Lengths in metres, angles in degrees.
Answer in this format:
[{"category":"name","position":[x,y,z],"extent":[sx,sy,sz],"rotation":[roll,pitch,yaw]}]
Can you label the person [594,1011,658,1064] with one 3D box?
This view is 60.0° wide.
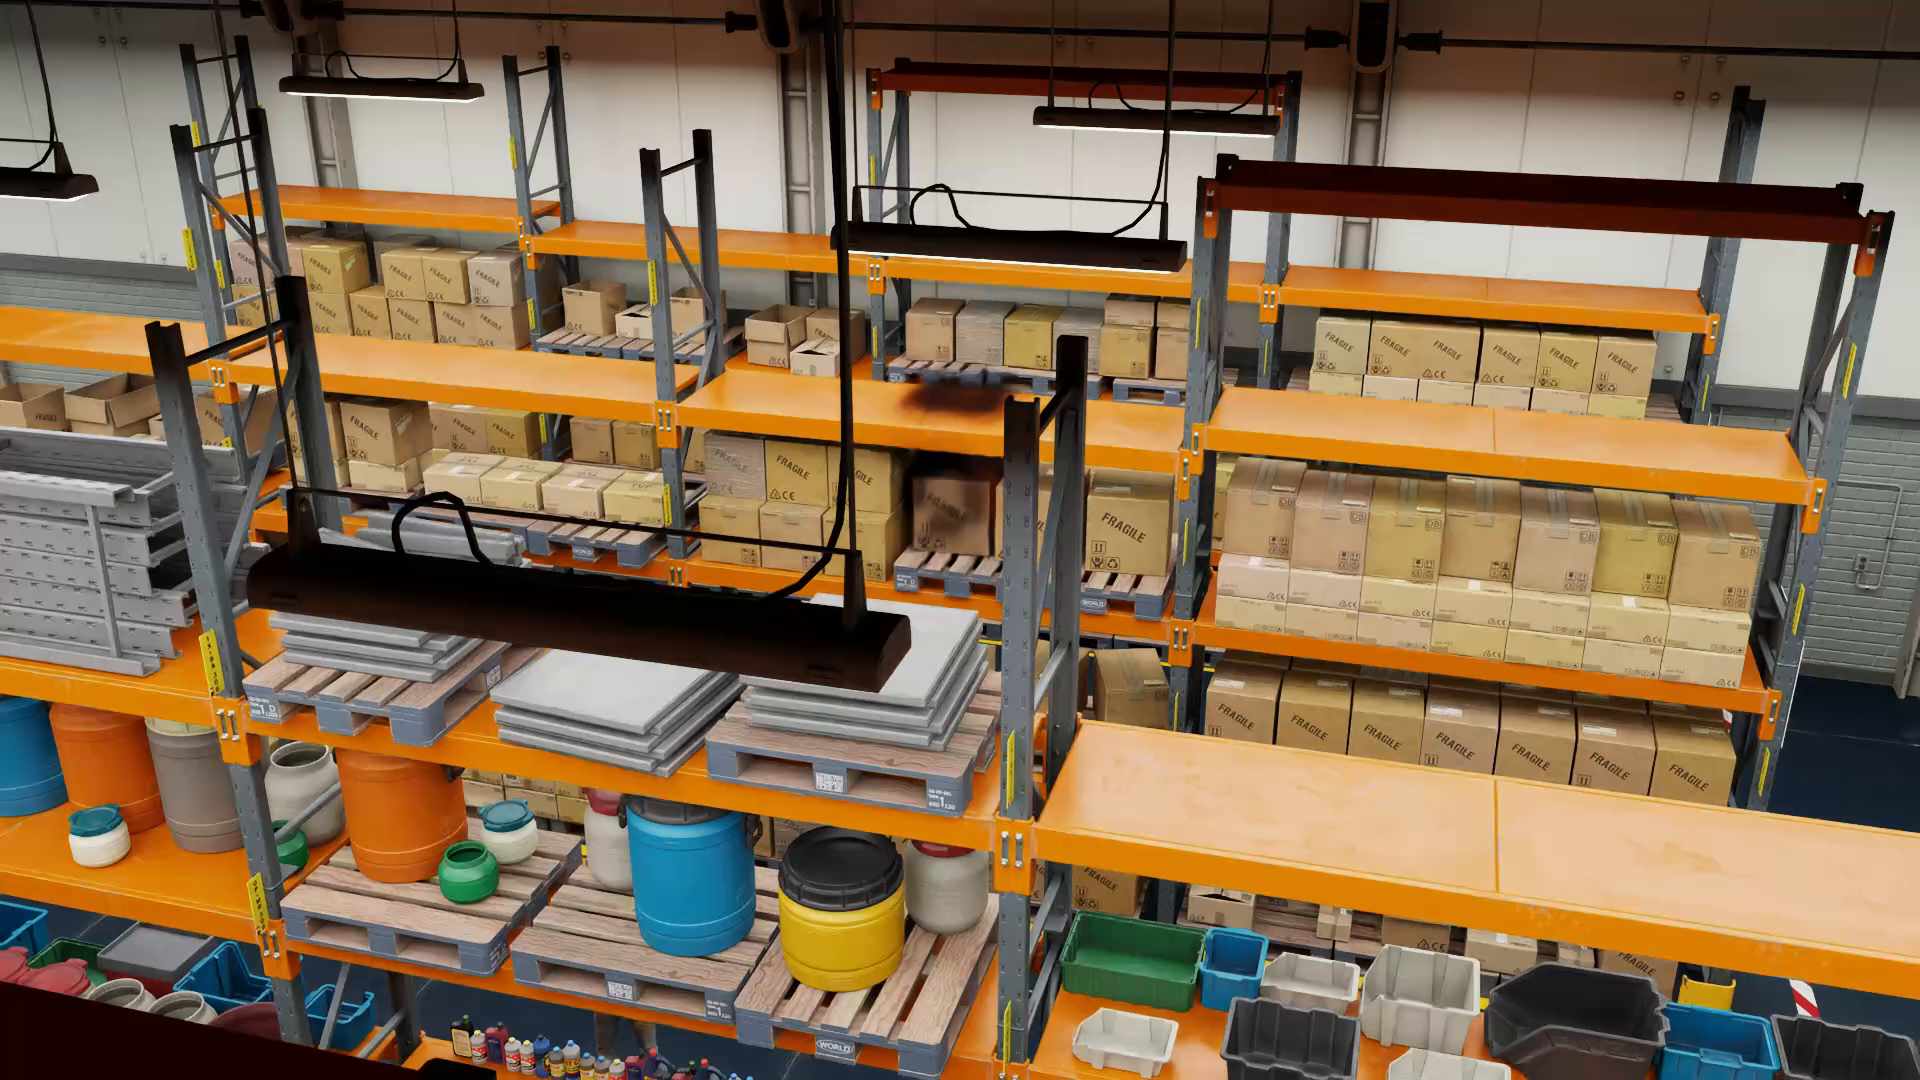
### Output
[{"category":"person","position":[-2.216,3.023,10.900],"extent":[0.545,1.679,0.477],"rotation":[-1,23,-3]}]
